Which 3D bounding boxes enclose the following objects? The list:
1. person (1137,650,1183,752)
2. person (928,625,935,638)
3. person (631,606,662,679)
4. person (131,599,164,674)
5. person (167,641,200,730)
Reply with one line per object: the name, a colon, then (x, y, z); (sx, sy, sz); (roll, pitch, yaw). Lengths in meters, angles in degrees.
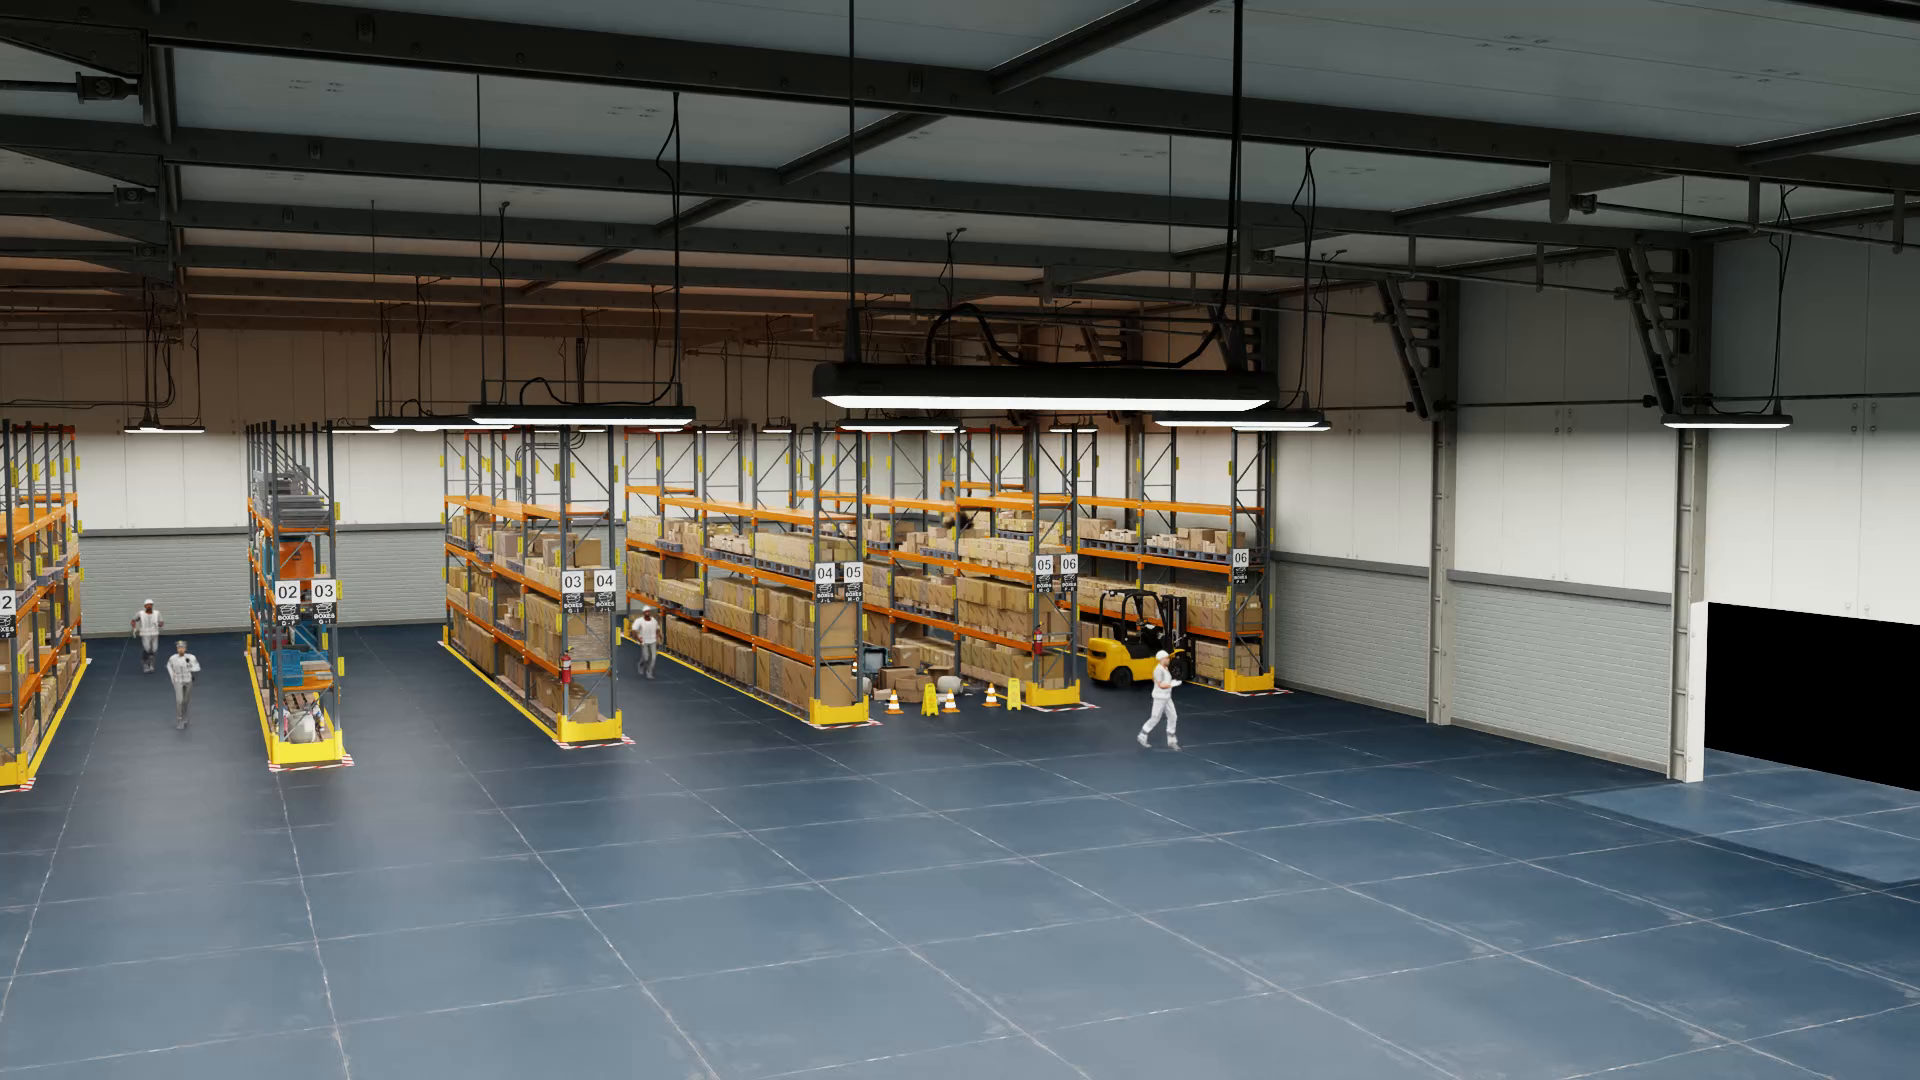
person: (3.637, 2.924, 30.239); (0.836, 1.846, 0.662); (2, 4, 25)
person: (-0.809, 2.005, 45.856); (0.560, 1.739, 0.784); (-2, 4, -25)
person: (-7.366, 2.412, 39.219); (0.698, 1.718, 0.606); (-2, 4, -33)
person: (-19.556, 2.327, 40.112); (0.661, 1.786, 0.712); (-3, 5, -40)
person: (-15.275, 2.841, 32.748); (0.584, 1.749, 0.776); (-2, 4, -28)
